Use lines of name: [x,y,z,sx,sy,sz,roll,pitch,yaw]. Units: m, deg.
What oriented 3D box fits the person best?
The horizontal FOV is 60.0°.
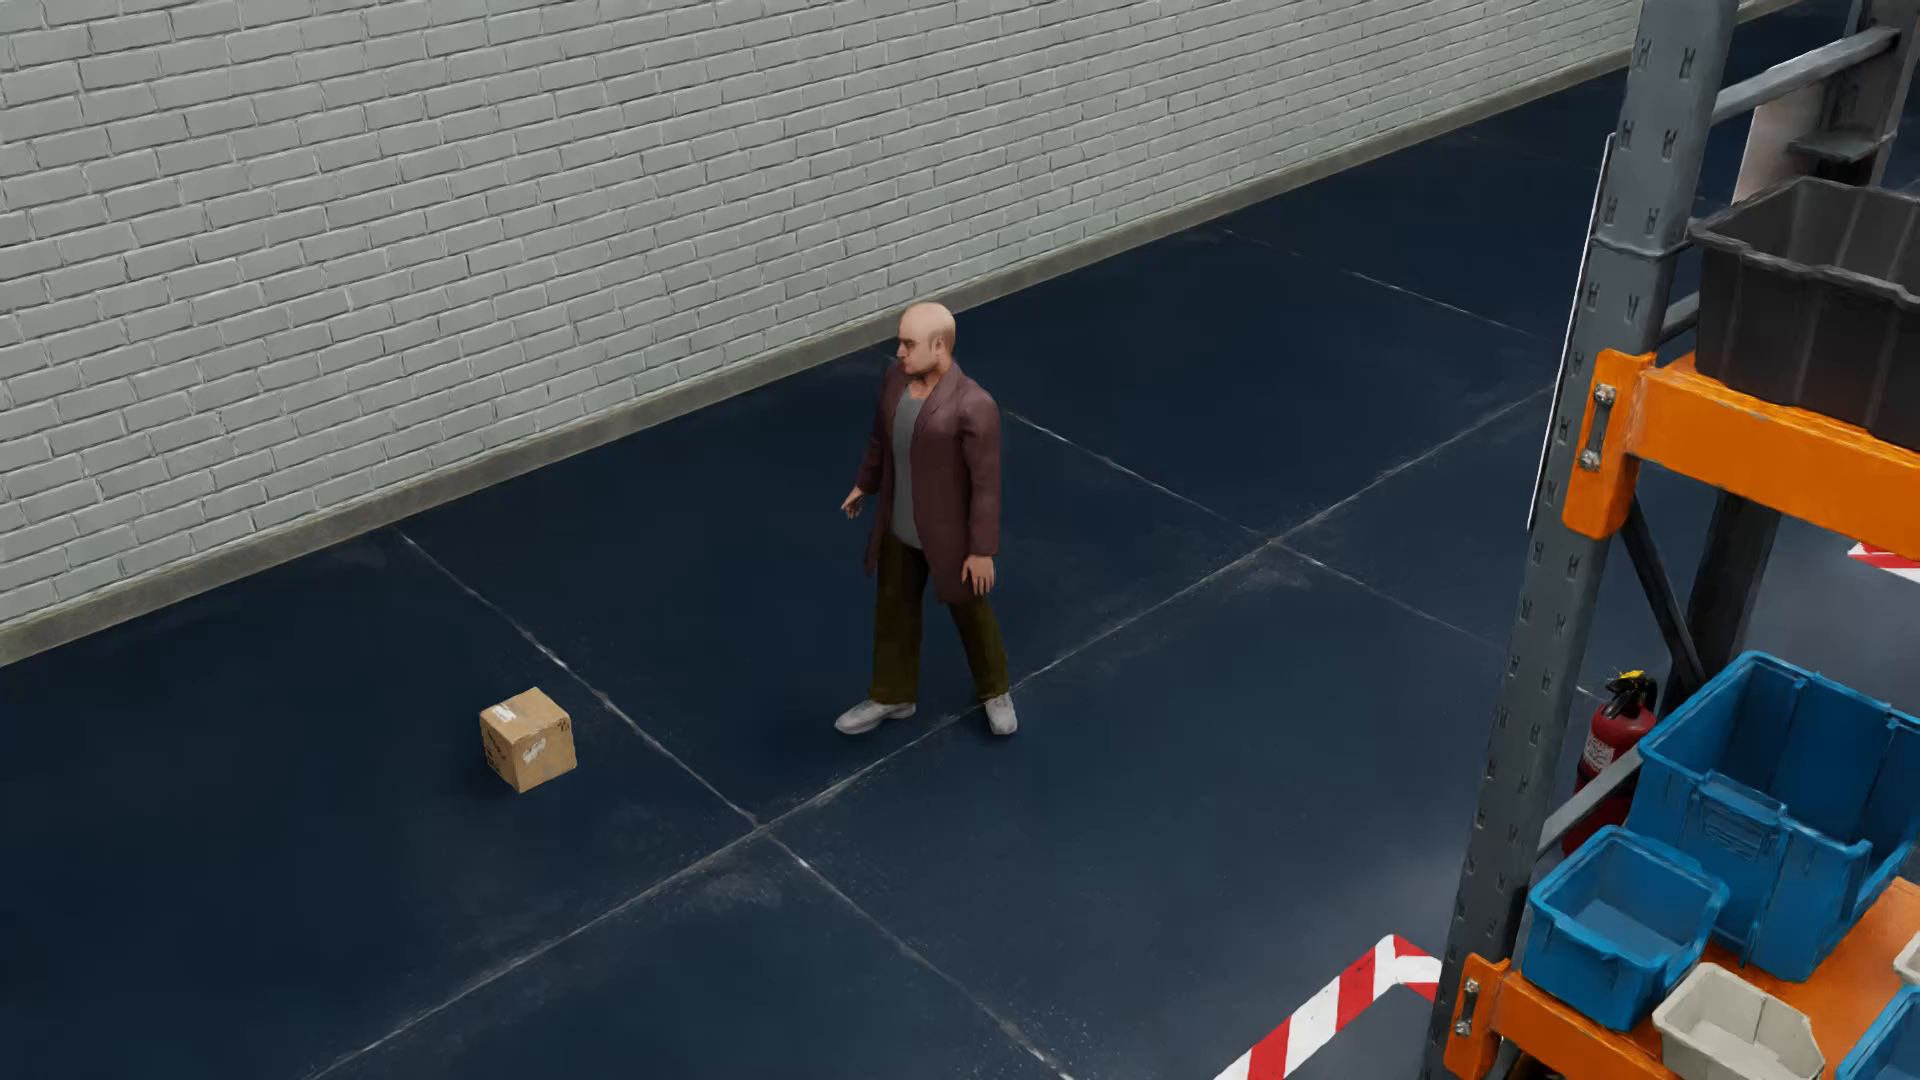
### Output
person: [-0.156,-0.059,6.227,0.779,1.775,0.682,25,39,34]
